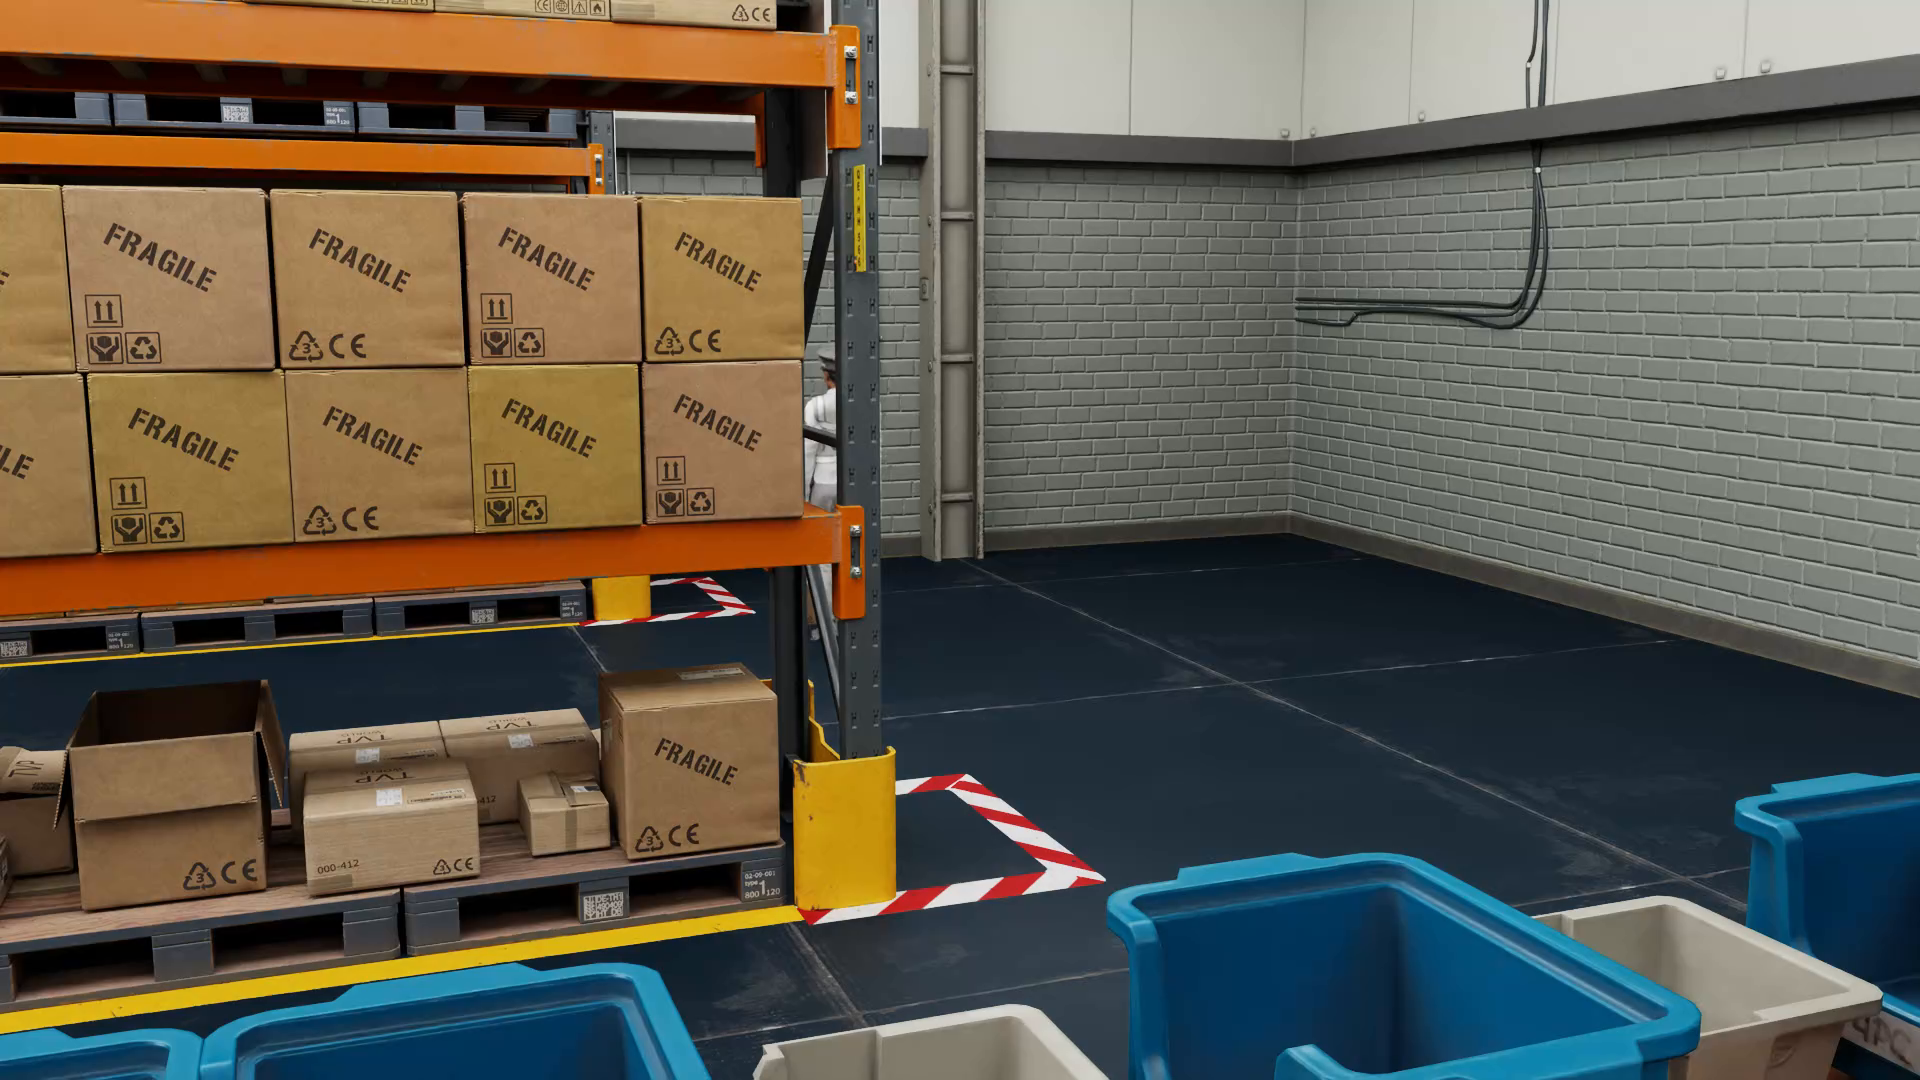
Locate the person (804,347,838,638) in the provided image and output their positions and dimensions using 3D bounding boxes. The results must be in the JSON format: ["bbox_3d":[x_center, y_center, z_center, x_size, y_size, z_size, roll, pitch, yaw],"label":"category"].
[{"bbox_3d":[-0.703,-0.261,9.554,0.468,1.684,0.328,-3,10,-20],"label":"person"}]
